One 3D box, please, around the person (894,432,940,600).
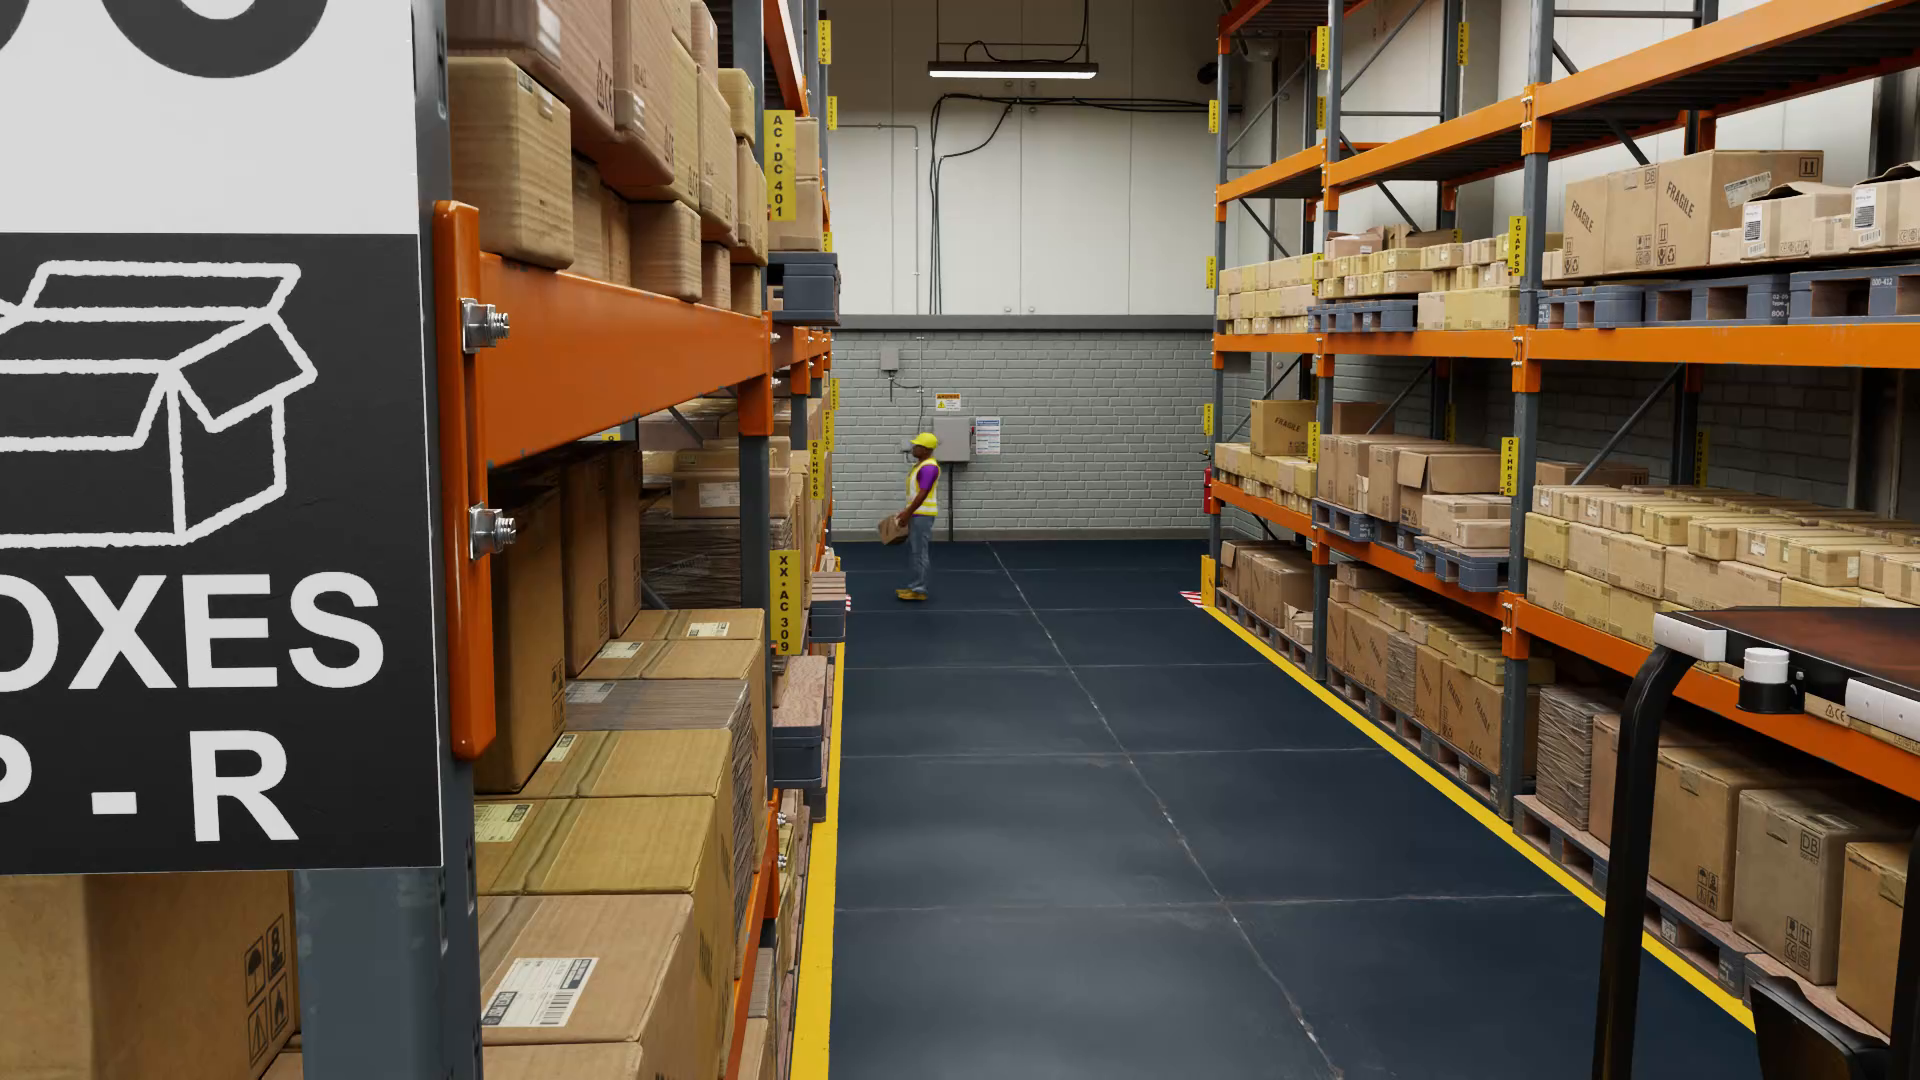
[{"bbox_3d":[-0.473,-0.255,17.639,0.476,1.777,0.605,-1,7,-11],"label":"person"}]
